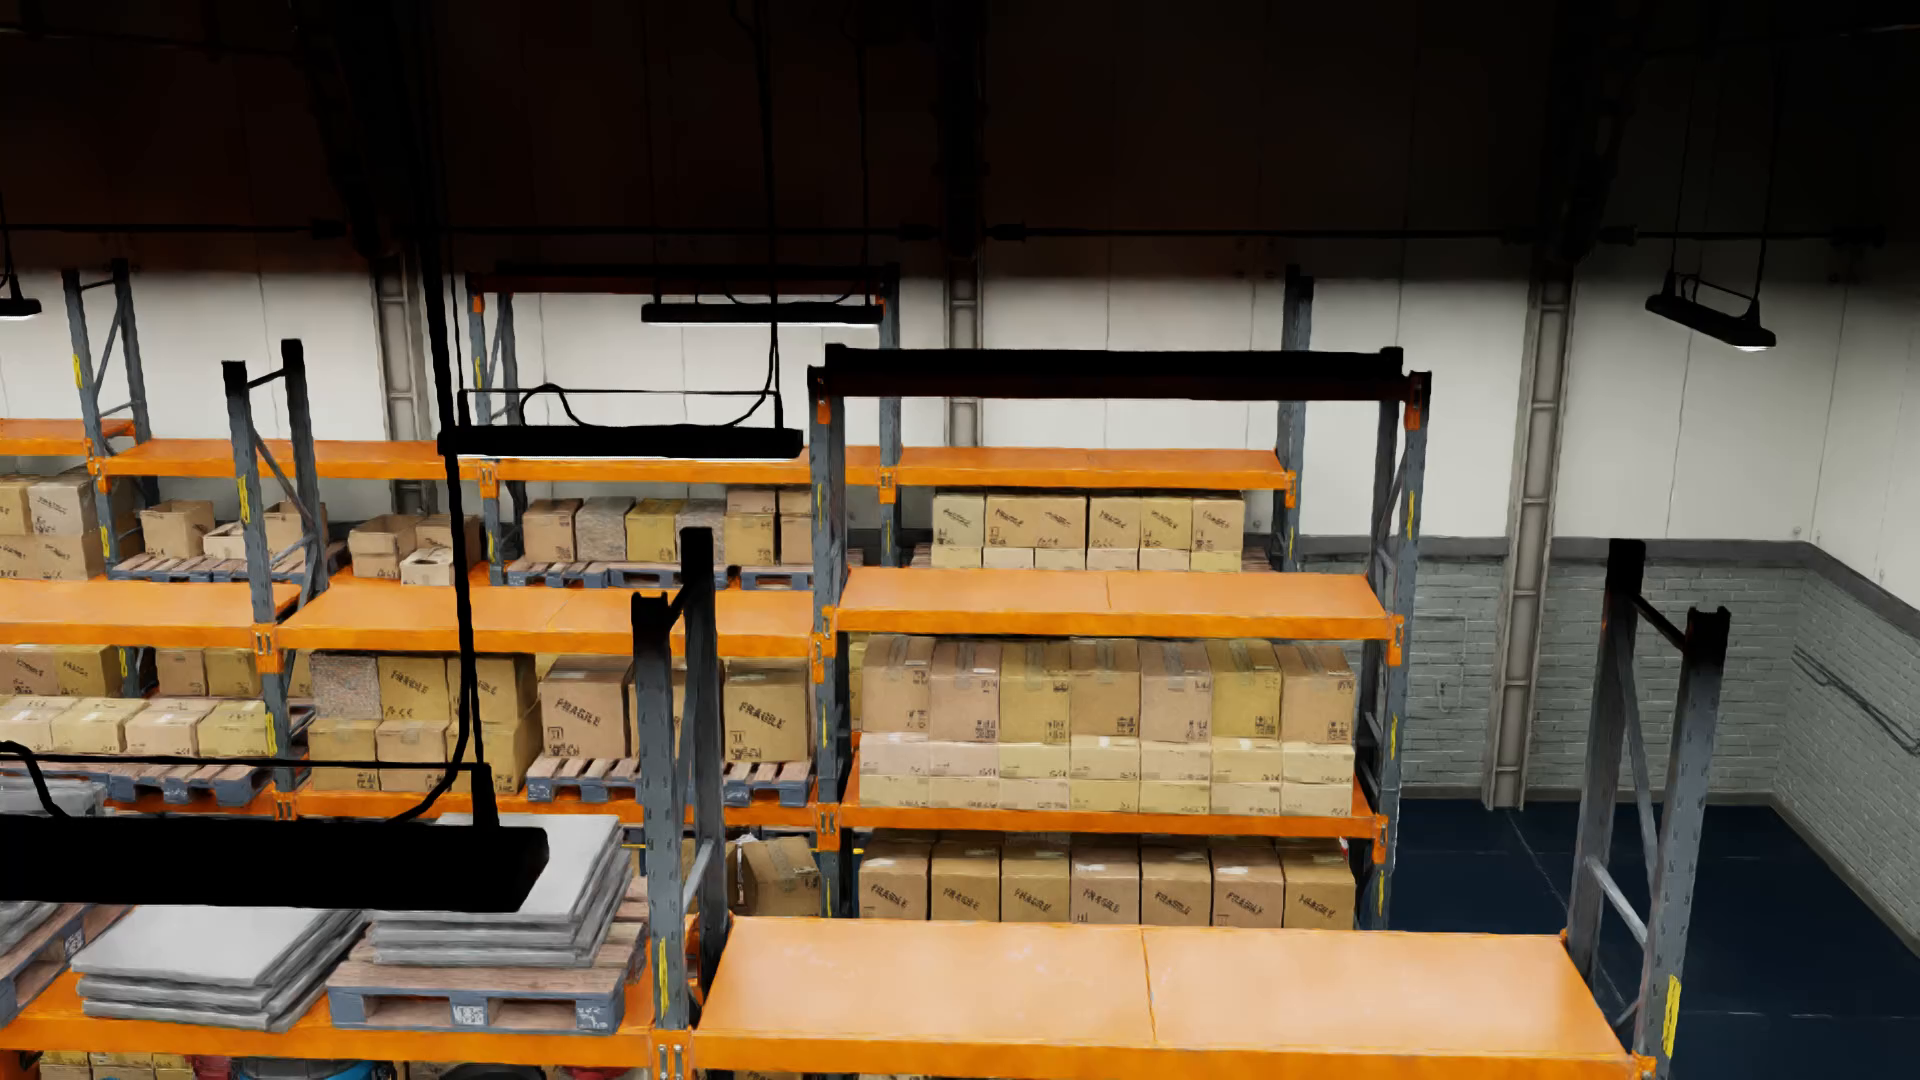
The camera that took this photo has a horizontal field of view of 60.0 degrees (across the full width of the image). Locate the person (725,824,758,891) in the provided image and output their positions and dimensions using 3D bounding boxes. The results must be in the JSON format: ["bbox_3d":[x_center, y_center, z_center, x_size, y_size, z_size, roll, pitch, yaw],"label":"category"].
[{"bbox_3d":[-1.857,3.164,14.821,0.526,1.629,0.592,0,16,1],"label":"person"}]
